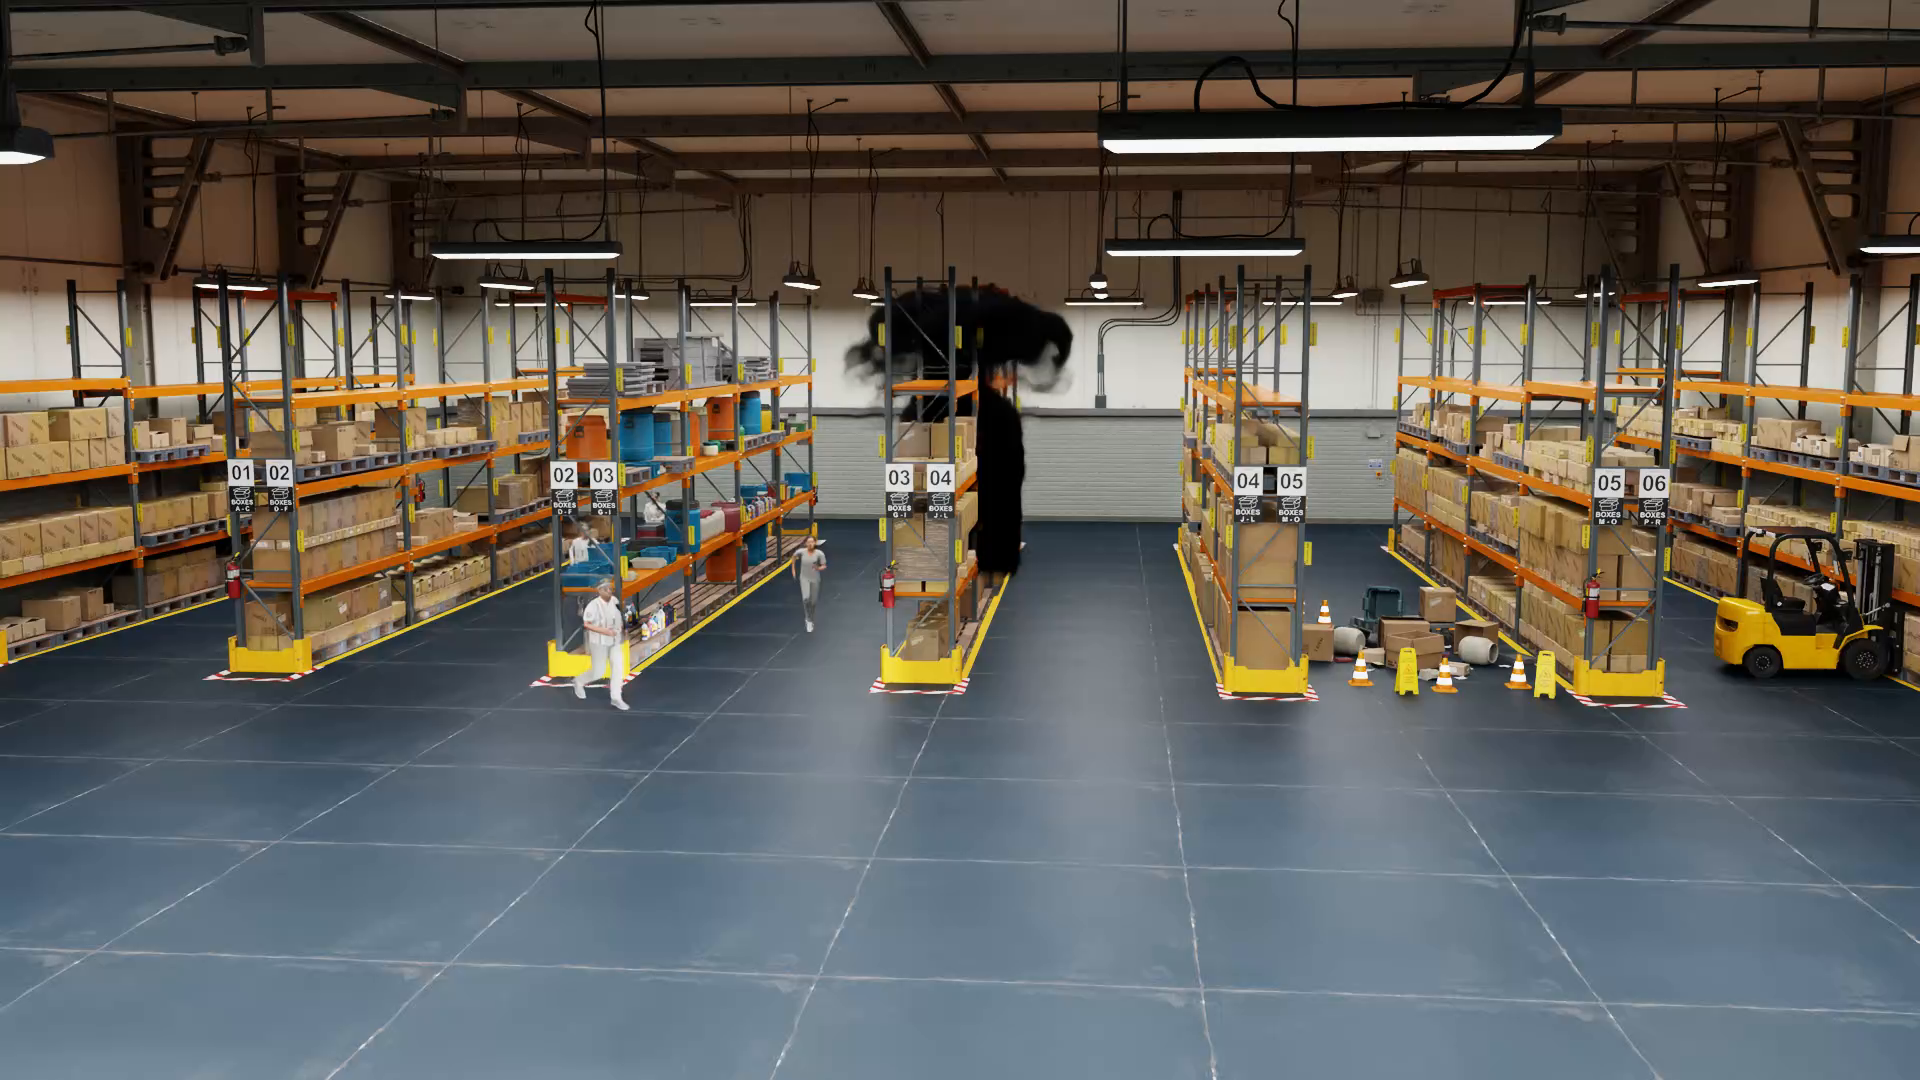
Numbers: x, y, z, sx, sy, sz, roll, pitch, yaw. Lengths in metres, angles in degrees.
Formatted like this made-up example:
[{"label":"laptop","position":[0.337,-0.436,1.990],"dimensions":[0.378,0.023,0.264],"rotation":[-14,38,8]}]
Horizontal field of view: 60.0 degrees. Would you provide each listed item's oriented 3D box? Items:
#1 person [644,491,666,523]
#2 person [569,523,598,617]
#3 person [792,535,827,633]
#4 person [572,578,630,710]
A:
[{"label":"person","position":[-6.625,-0.228,36.275],"dimensions":[0.580,1.730,1.038],"rotation":[0,7,-1]},{"label":"person","position":[-6.766,0.528,29.974],"dimensions":[0.583,1.703,0.678],"rotation":[-1,7,-6]},{"label":"person","position":[-2.574,0.730,28.419],"dimensions":[0.589,1.660,0.804],"rotation":[-1,7,-6]},{"label":"person","position":[-4.860,1.390,22.657],"dimensions":[0.918,1.793,0.672],"rotation":[6,9,38]}]
